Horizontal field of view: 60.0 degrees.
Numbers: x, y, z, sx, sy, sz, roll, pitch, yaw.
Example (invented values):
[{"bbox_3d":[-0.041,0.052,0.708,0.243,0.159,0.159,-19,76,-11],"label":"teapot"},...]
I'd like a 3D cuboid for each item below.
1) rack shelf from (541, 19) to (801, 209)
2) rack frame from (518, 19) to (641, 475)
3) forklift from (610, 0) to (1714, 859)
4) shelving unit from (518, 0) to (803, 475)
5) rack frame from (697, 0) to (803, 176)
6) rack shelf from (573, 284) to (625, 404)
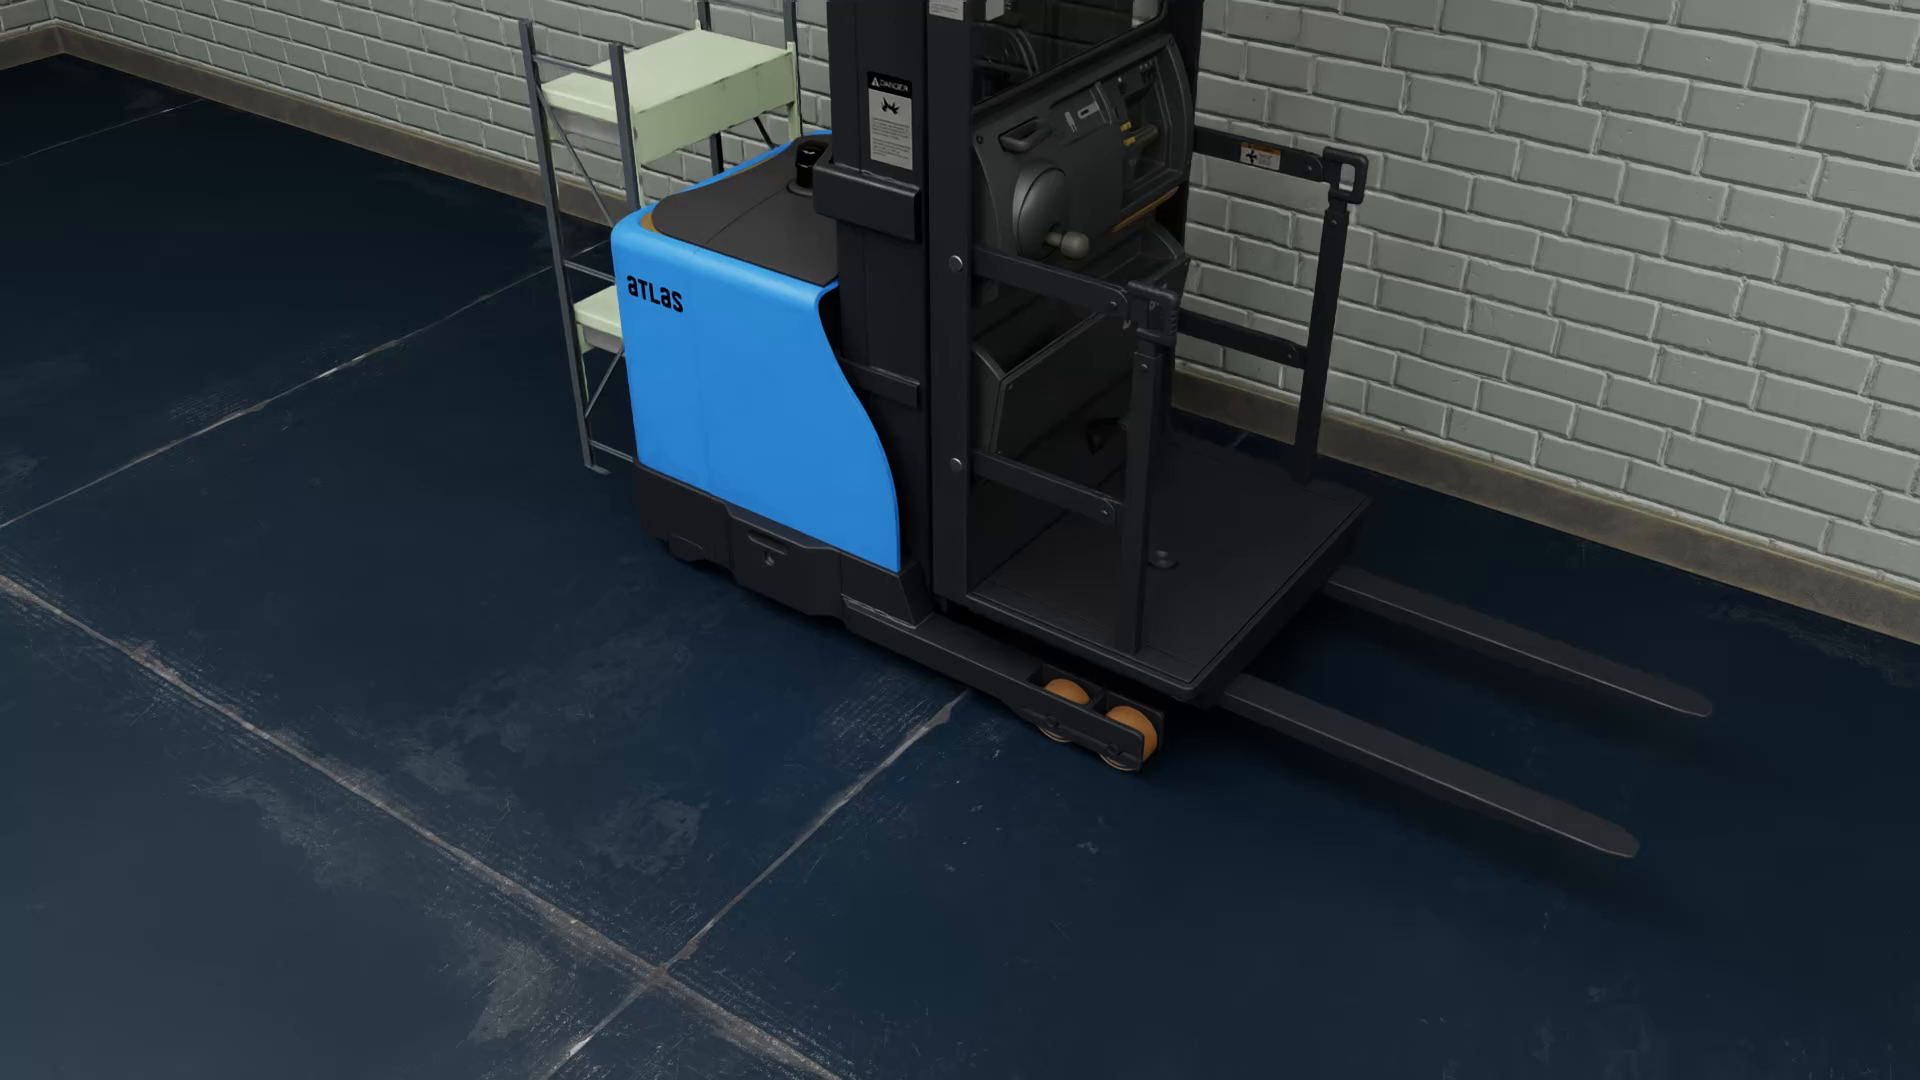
[{"bbox_3d":[-0.888,-1.299,5.134,0.431,0.370,0.720,22,40,29],"label":"rack shelf"},{"bbox_3d":[-1.099,-0.809,5.105,0.400,1.500,0.023,22,40,29],"label":"rack frame"},{"bbox_3d":[0.494,-0.951,4.039,3.031,2.935,1.130,22,40,29],"label":"forklift"},{"bbox_3d":[-0.886,-0.976,5.352,0.431,1.500,0.755,22,40,29],"label":"shelving unit"},{"bbox_3d":[-0.673,-1.142,5.599,0.400,1.500,0.023,22,40,29],"label":"rack frame"},{"bbox_3d":[-0.885,-0.705,5.534,0.431,0.370,0.720,22,40,29],"label":"rack shelf"}]
